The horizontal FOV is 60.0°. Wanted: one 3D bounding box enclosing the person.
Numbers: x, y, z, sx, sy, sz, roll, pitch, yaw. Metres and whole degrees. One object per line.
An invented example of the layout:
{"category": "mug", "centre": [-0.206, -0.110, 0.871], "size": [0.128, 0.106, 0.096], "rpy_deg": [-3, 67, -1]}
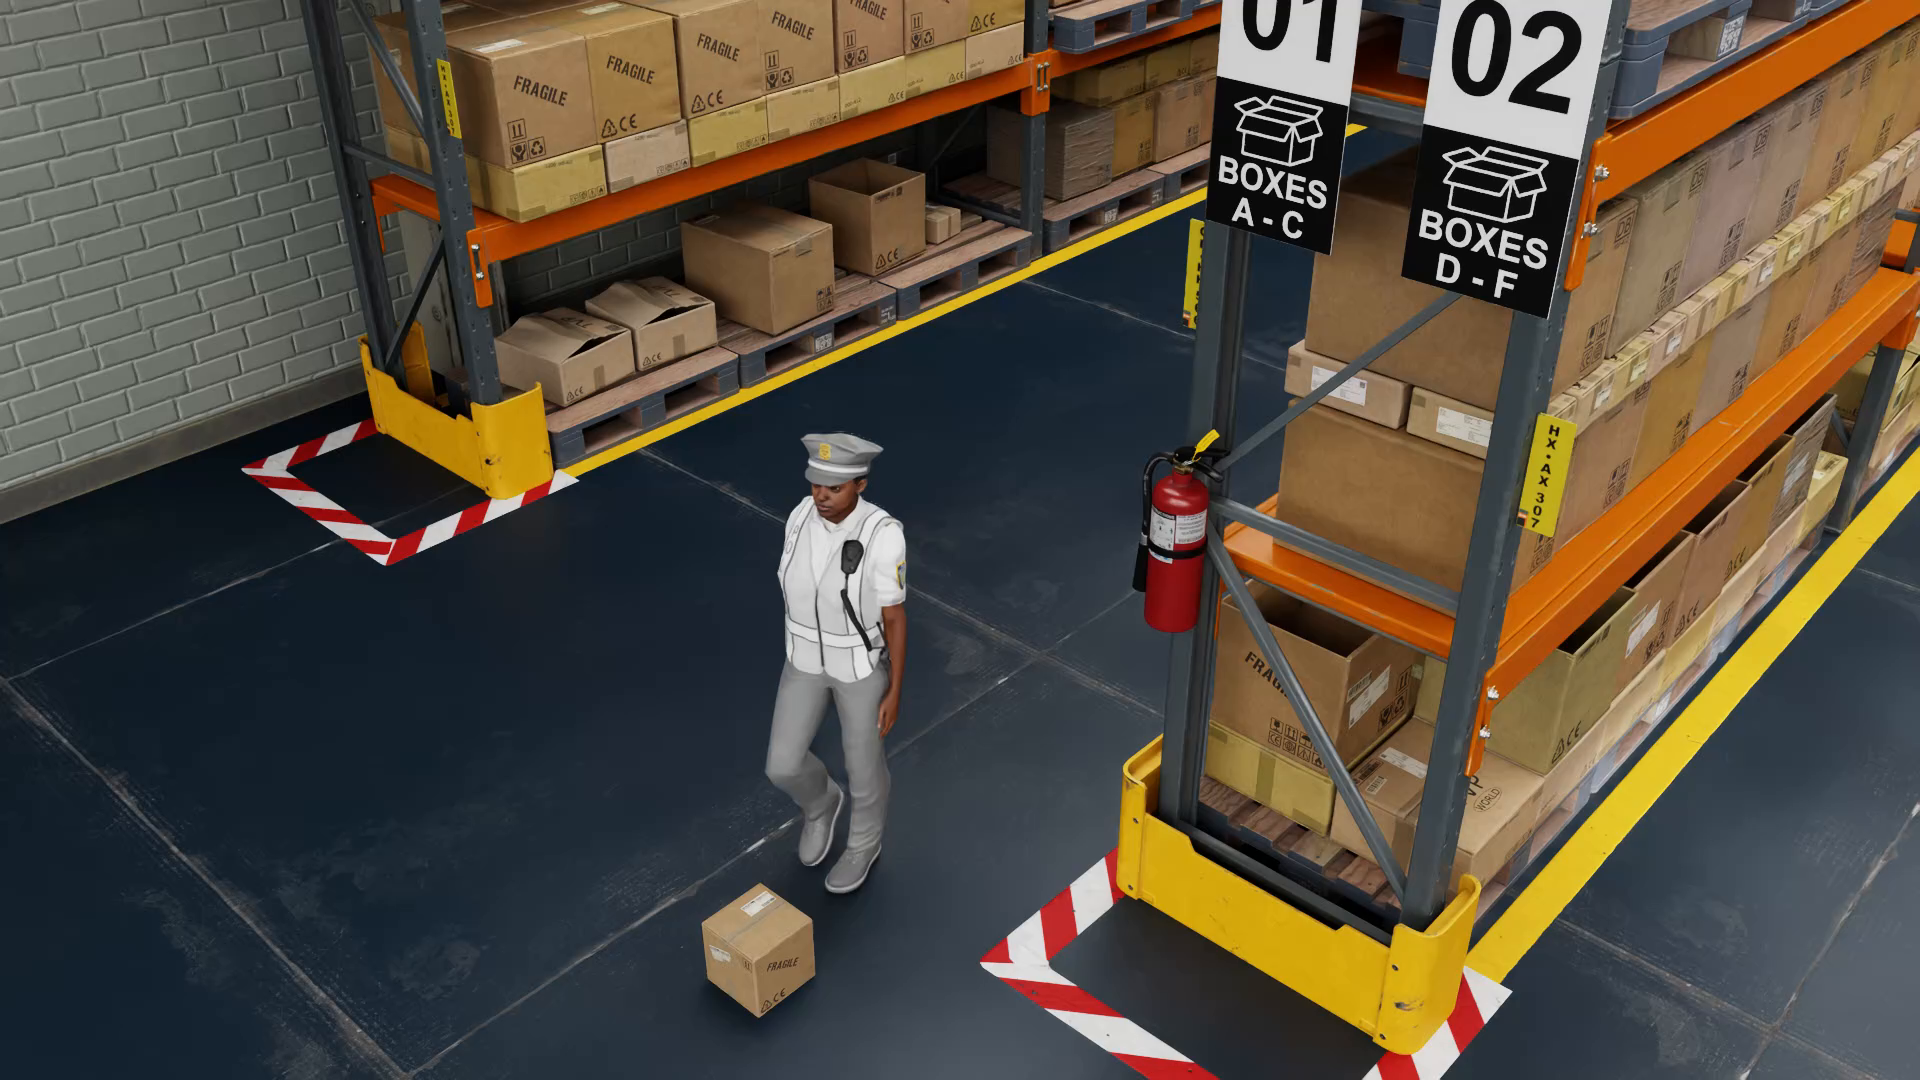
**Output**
{"category": "person", "centre": [-0.388, 0.432, 5.405], "size": [0.465, 1.718, 0.411], "rpy_deg": [13, 34, 20]}
